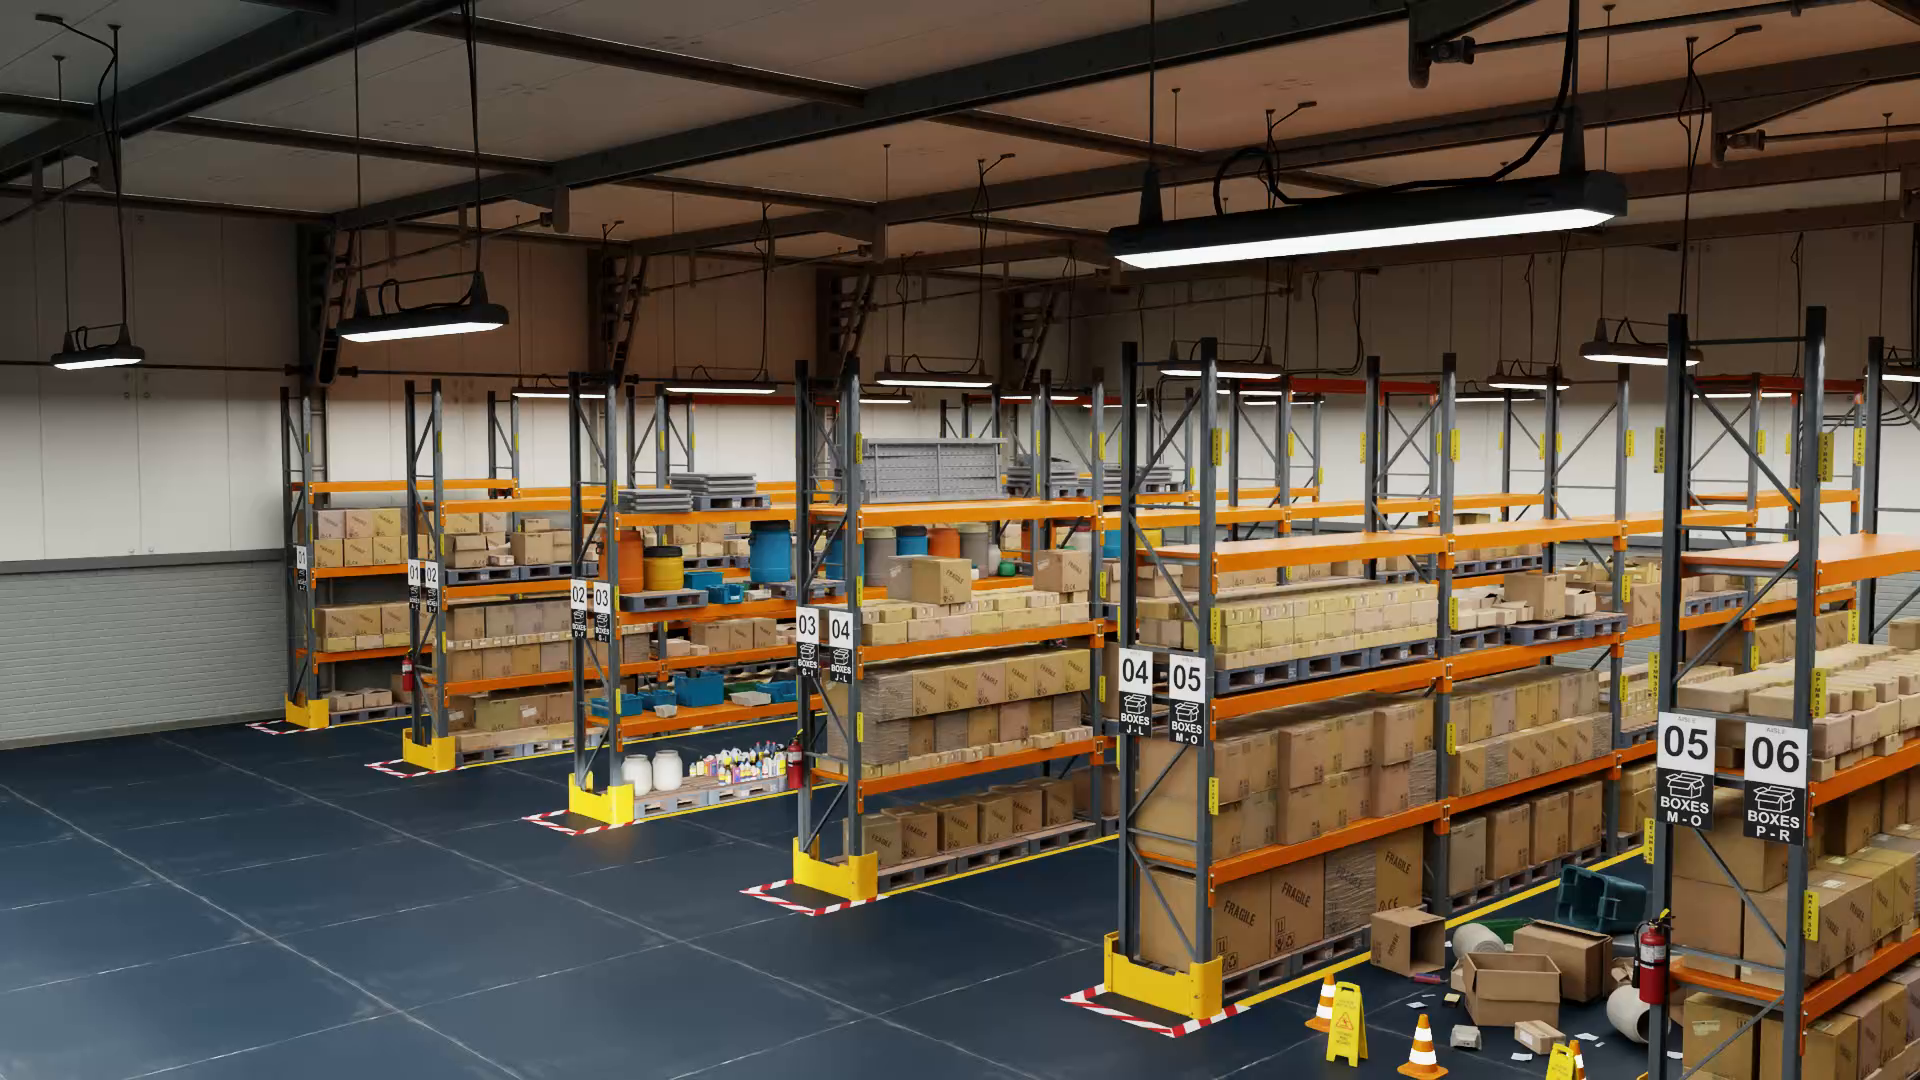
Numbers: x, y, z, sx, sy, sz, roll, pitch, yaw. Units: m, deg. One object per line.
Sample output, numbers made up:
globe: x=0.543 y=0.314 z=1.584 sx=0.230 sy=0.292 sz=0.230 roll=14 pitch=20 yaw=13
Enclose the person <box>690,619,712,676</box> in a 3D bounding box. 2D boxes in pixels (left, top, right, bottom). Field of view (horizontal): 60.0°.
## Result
person: x=-4.926 y=2.313 z=32.168 sx=0.579 sy=1.578 sz=0.887 roll=2 pitch=4 yaw=31
